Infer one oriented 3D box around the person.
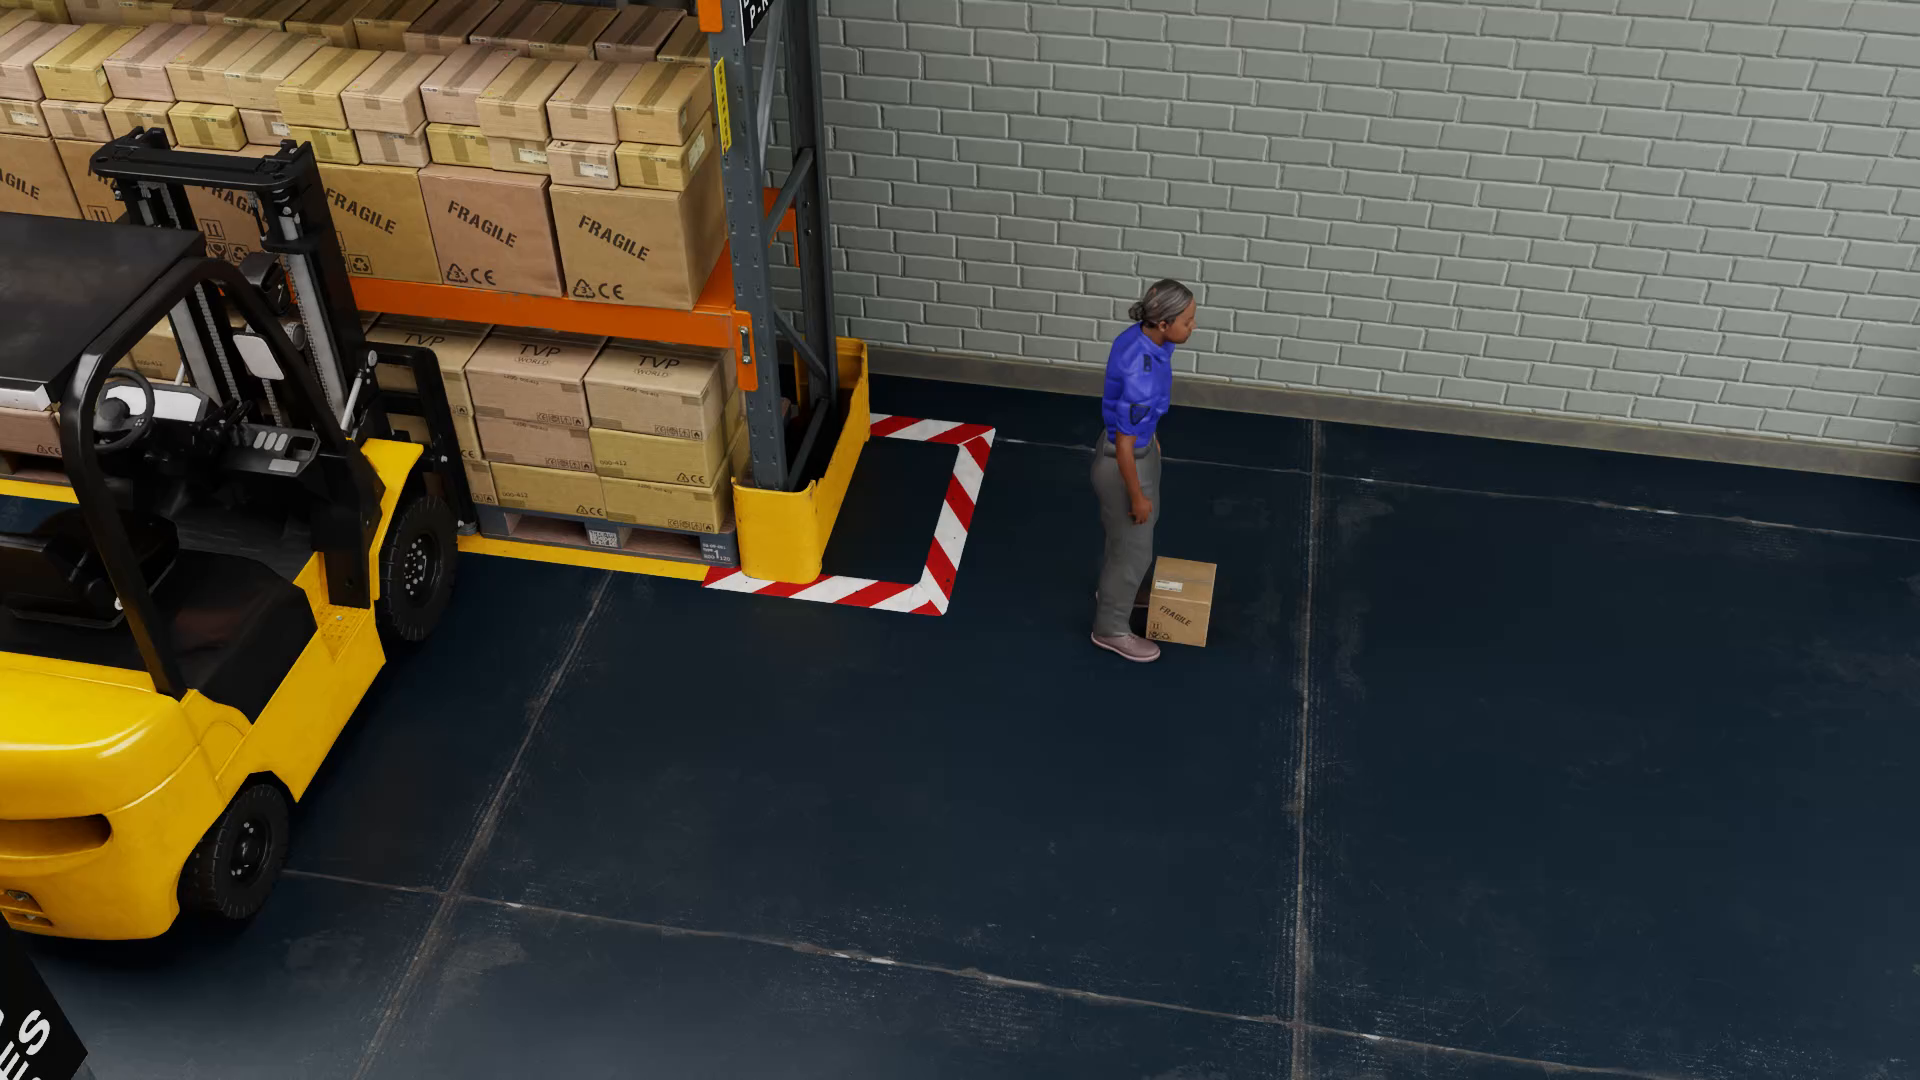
[{"bbox_3d":[0.690,-0.292,6.499,0.346,1.655,0.506,7,41,8],"label":"person"}]
